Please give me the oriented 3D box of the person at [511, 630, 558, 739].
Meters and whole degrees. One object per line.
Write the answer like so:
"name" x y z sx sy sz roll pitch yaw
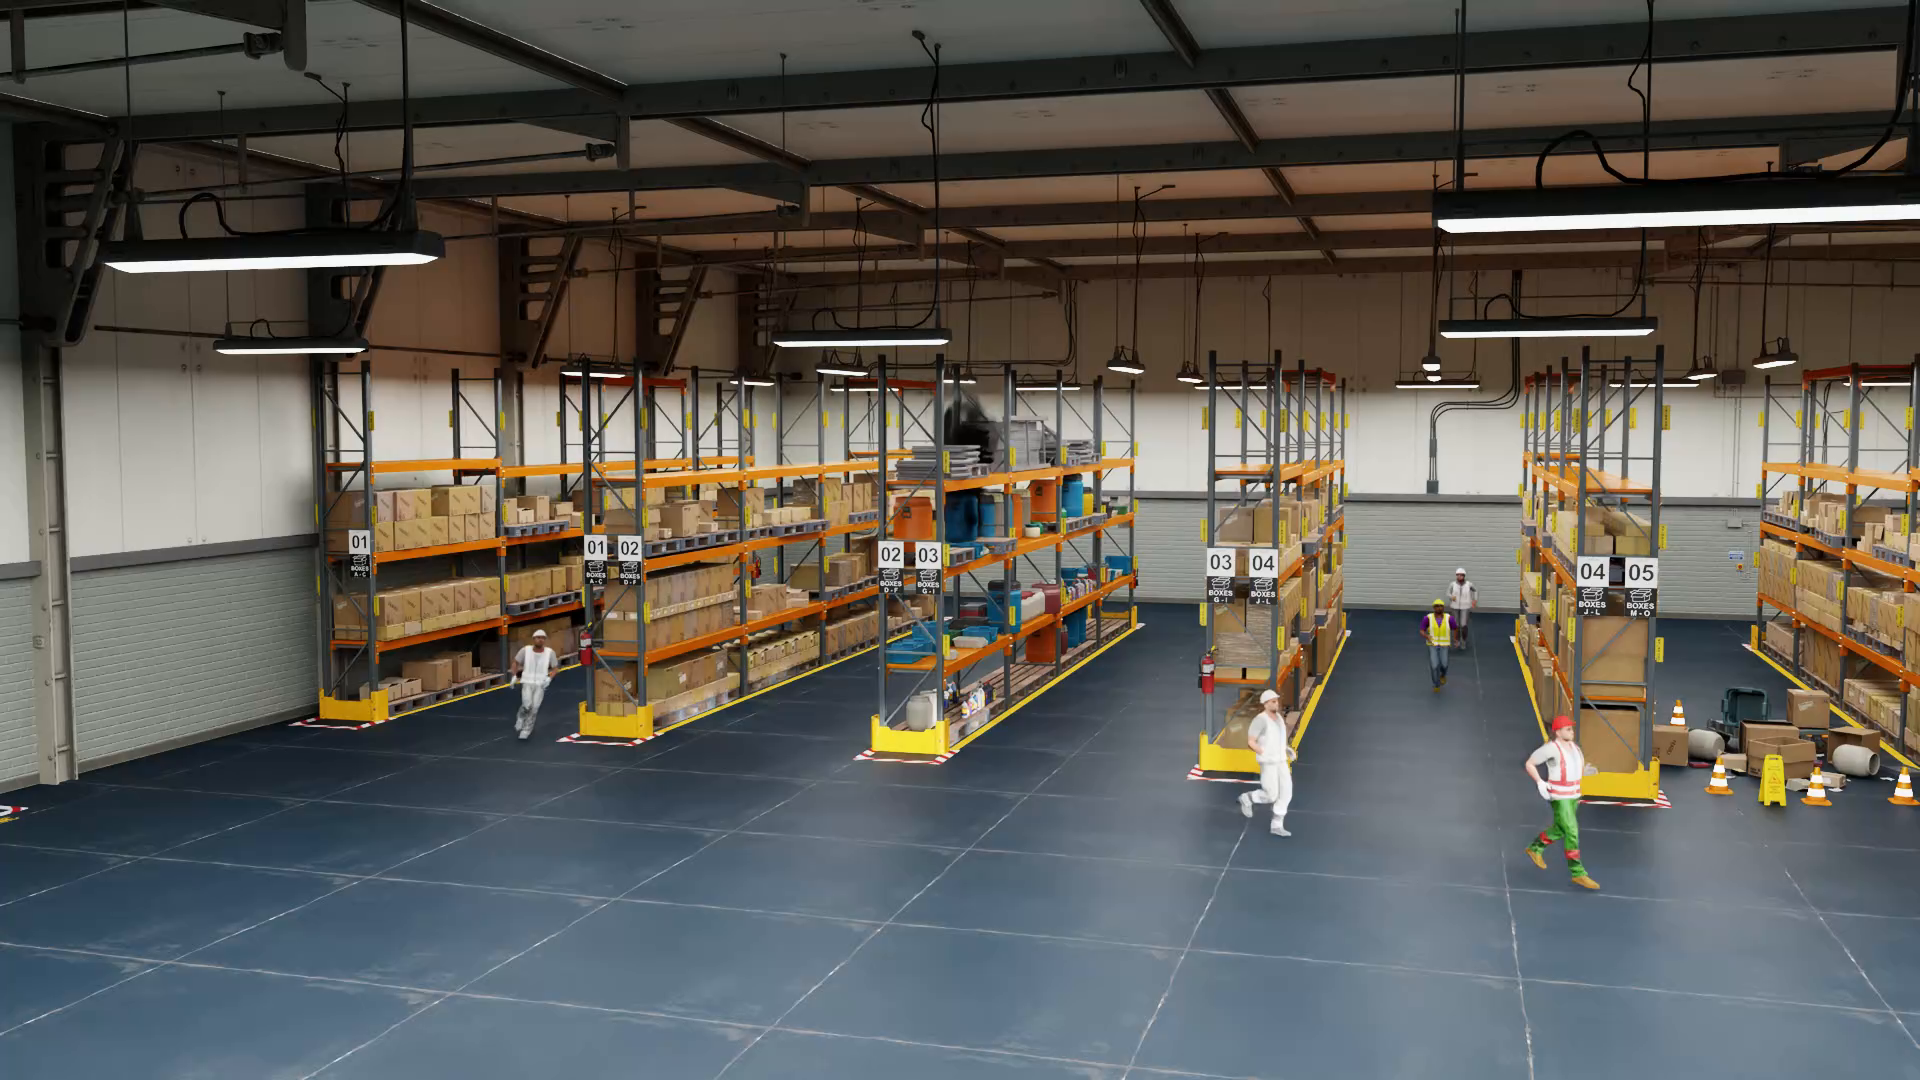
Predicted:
"person" -6.694 2.277 26.199 0.734 1.708 0.555 -1 4 -18

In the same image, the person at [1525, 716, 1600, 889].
"person" 6.536 2.790 18.022 0.659 1.778 0.996 -3 5 -36

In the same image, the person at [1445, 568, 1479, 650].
"person" 11.005 1.534 36.516 0.672 1.835 0.733 2 4 24

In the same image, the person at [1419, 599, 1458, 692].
"person" 8.845 1.950 30.723 0.700 1.723 0.582 1 4 13

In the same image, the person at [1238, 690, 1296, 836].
"person" 3.750 2.688 20.209 0.667 1.749 0.745 -3 5 -40
